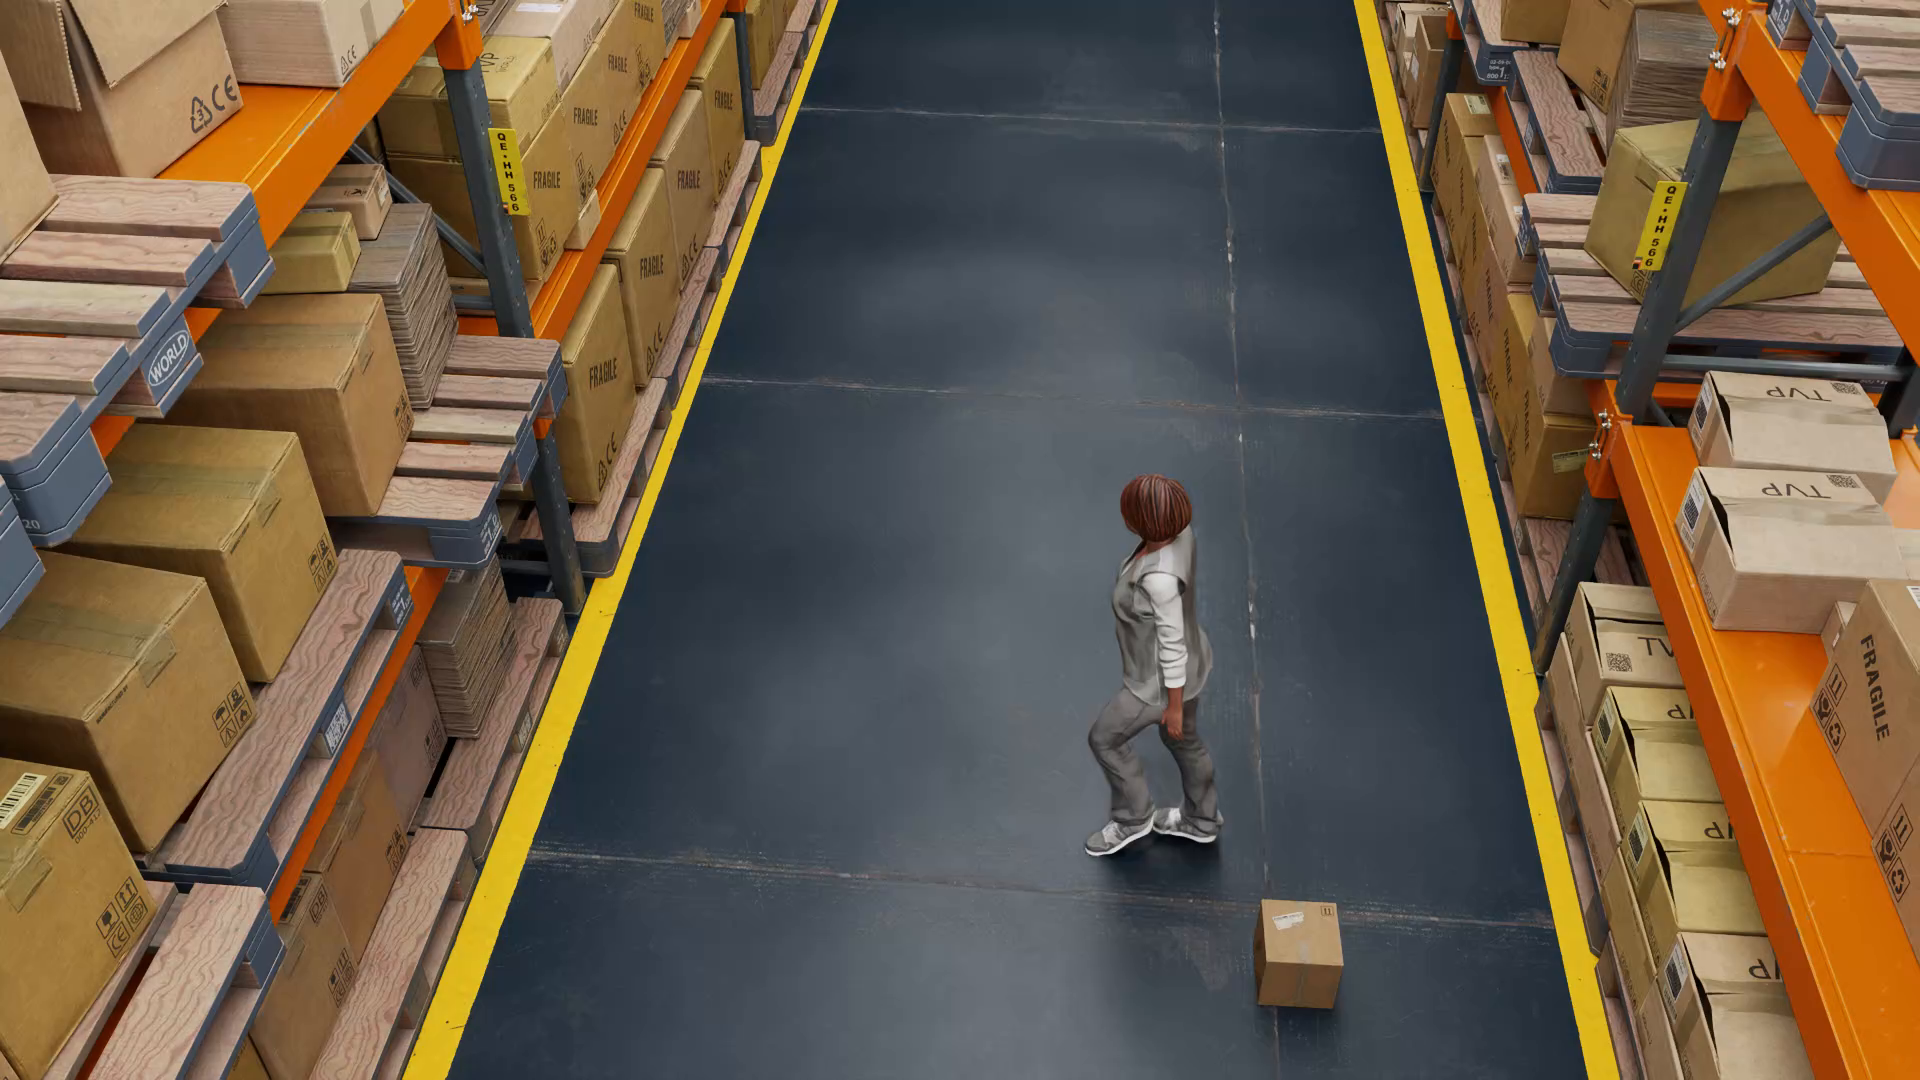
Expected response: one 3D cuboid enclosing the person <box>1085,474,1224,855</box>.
[{"bbox_3d":[0.722,0.458,5.633,0.502,1.596,0.442,13,42,15],"label":"person"}]
